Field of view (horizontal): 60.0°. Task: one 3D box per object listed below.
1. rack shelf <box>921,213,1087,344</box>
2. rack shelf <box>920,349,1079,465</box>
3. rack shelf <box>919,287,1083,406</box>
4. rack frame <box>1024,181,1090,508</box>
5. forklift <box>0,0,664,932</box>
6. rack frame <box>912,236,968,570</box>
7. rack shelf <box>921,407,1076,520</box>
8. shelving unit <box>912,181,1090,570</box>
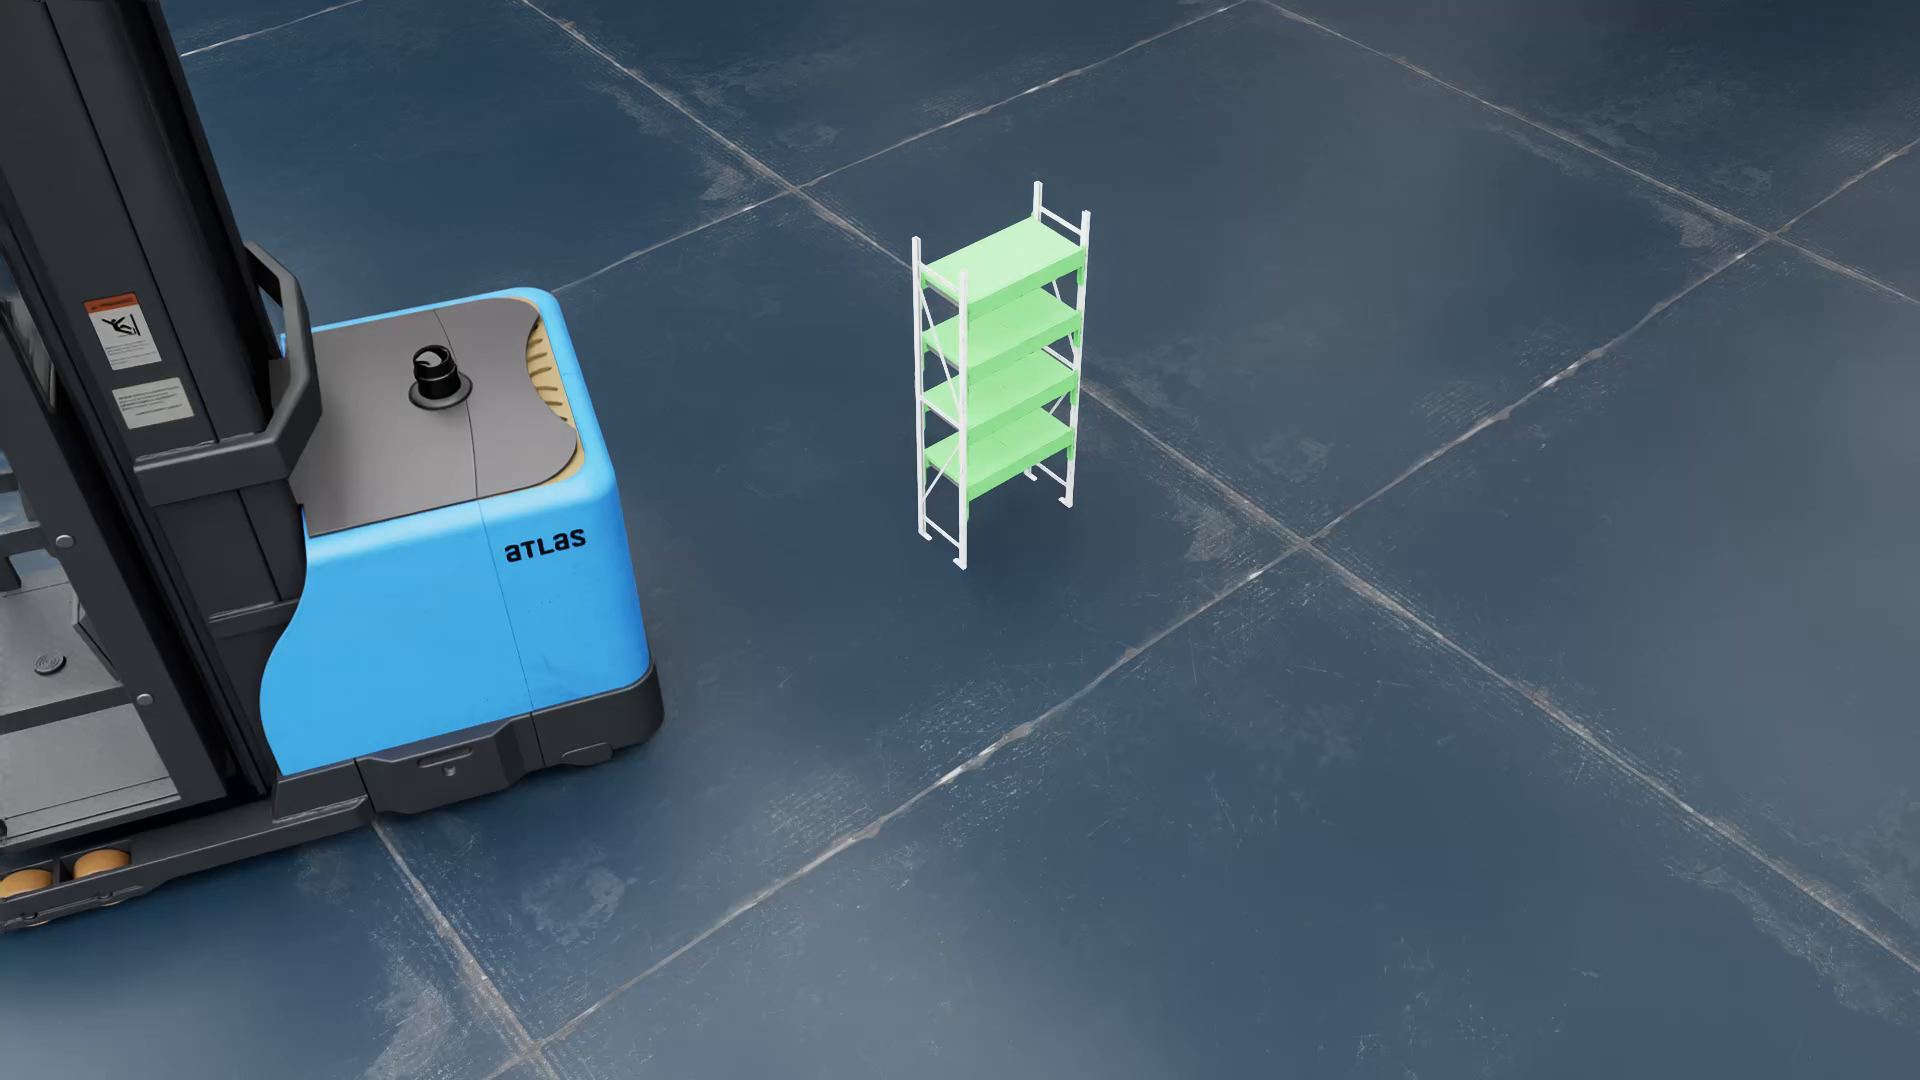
[{"bbox_3d":[0.127,-0.813,5.132,0.480,0.148,0.258,-30,51,-28],"label":"rack shelf"},{"bbox_3d":[0.127,-0.463,5.460,0.480,0.148,0.258,-30,51,-28],"label":"rack shelf"},{"bbox_3d":[0.127,-0.638,5.296,0.480,0.148,0.258,-30,51,-28],"label":"rack shelf"},{"bbox_3d":[0.314,-0.617,5.531,0.015,1.200,0.240,-30,51,-28],"label":"rack frame"},{"bbox_3d":[-2.474,-0.408,4.044,3.031,2.935,1.130,-14,45,-15],"label":"forklift"},{"bbox_3d":[-0.060,-0.403,5.303,0.015,1.200,0.240,-30,51,-28],"label":"rack frame"},{"bbox_3d":[0.127,-0.289,5.625,0.480,0.148,0.258,-30,51,-28],"label":"rack shelf"},{"bbox_3d":[0.127,-0.510,5.417,0.503,1.200,0.258,-30,51,-28],"label":"shelving unit"}]
